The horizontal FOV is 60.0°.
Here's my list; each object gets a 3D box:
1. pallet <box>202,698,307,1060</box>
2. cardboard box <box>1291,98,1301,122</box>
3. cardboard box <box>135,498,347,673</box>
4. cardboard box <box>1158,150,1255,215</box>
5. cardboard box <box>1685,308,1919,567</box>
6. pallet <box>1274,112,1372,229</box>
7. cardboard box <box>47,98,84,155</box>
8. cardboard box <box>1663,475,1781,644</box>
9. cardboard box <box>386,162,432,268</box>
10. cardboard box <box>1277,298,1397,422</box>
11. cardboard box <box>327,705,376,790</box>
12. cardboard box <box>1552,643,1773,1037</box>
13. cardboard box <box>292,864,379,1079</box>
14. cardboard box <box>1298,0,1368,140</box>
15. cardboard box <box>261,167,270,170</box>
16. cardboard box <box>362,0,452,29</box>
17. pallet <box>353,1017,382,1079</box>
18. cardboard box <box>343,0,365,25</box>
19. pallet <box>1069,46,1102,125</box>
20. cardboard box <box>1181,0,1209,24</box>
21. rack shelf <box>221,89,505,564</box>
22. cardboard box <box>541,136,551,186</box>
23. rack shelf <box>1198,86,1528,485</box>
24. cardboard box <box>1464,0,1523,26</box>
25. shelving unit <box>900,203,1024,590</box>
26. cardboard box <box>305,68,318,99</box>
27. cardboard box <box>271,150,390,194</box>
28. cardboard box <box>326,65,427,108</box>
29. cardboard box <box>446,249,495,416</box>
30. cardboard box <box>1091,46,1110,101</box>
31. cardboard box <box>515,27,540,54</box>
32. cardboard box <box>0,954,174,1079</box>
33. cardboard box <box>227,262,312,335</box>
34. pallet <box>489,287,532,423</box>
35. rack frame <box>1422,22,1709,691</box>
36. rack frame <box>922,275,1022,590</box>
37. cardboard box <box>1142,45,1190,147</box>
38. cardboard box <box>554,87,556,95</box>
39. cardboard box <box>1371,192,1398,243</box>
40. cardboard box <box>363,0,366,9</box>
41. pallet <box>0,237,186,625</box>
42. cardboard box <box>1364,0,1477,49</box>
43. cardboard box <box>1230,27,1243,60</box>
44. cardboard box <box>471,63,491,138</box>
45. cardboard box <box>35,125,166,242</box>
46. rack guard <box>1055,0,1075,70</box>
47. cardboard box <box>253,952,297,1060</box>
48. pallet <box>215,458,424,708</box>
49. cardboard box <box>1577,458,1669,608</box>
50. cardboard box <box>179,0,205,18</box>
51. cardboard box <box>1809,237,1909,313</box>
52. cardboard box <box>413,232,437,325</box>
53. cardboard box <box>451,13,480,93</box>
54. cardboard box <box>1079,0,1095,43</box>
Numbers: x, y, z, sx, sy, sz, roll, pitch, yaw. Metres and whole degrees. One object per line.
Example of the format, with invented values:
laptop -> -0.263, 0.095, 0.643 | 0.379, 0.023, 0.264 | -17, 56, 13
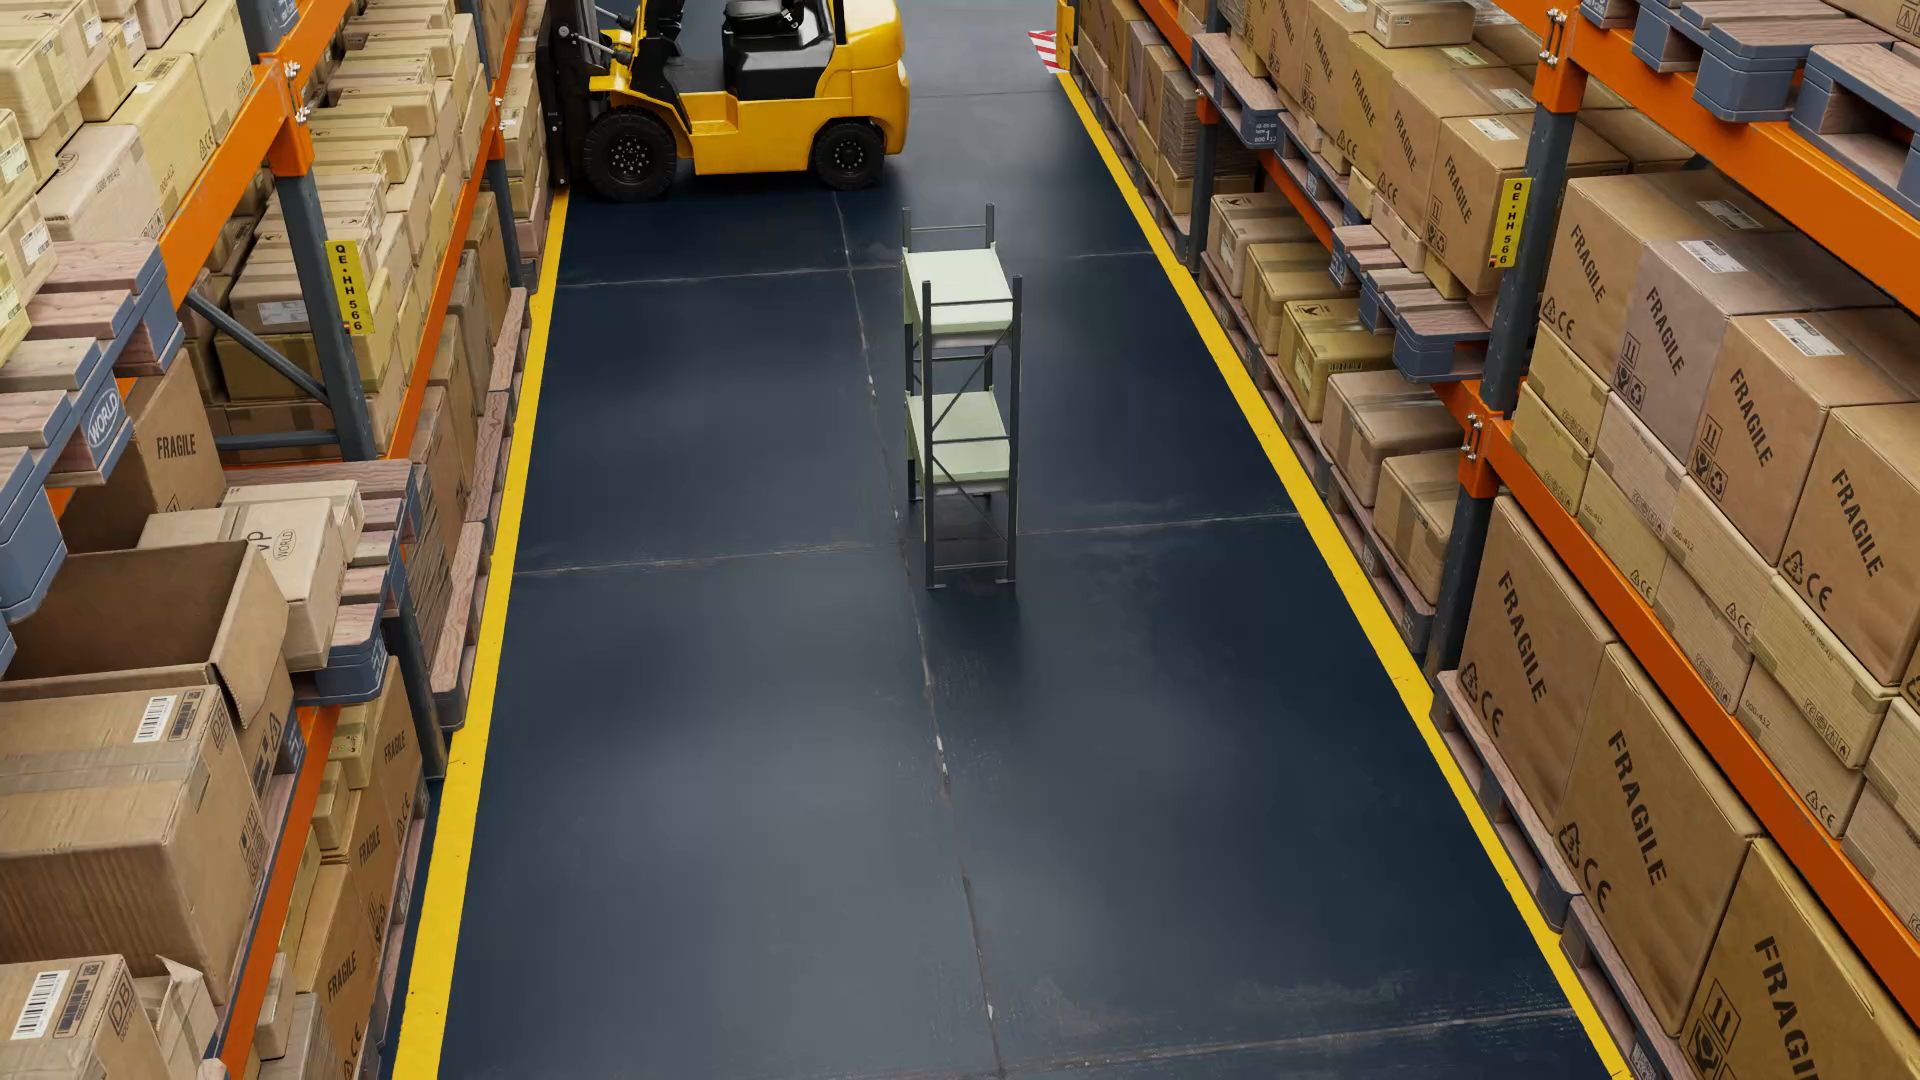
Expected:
pallet -> -2.220, 0.852, 4.007 | 1.003, 0.211, 1.213 | -4, 35, -6
cardboard box -> 1.819, -2.083, 7.993 | 0.380, 0.149, 0.250 | -4, 34, -6
cardboard box -> -2.023, 0.140, 4.641 | 0.500, 0.250, 0.500 | -6, 35, -9
cardboard box -> 1.549, -2.270, 10.486 | 0.500, 0.250, 0.500 | -3, 34, -4
cardboard box -> 2.387, -0.285, 4.529 | 0.500, 0.500, 0.500 | -3, 34, -5
pallet -> 2.126, -1.713, 7.770 | 1.003, 0.211, 1.213 | -4, 35, -6
cardboard box -> -2.113, -0.902, 3.526 | 0.380, 0.149, 0.250 | -4, 34, -6
cardboard box -> 2.379, 0.034, 4.726 | 0.500, 0.250, 0.500 | -4, 35, -7
cardboard box -> -2.422, -1.296, 6.678 | 0.500, 0.250, 0.500 | -5, 35, -8
cardboard box -> 2.163, -0.929, 8.410 | 0.950, 0.372, 0.625 | -3, 34, -5
cardboard box -> -2.101, 0.685, 5.352 | 0.380, 0.149, 0.250 | -6, 35, -9
cardboard box -> 2.559, 0.904, 5.274 | 0.875, 0.875, 0.875 | -4, 34, -6
cardboard box -> -2.086, 1.338, 4.969 | 0.500, 0.500, 0.500 | -3, 34, -4
cardboard box -> 1.874, -2.135, 7.493 | 0.500, 0.500, 0.500 | -6, 35, -8
cardboard box -> -3.017, -1.533, 7.025 | 0.500, 0.250, 0.500 | -5, 35, -7
cardboard box -> -2.705, -2.538, 8.145 | 0.380, 0.149, 0.250 | -5, 35, -7
pallet -> -2.262, 1.938, 4.718 | 1.003, 0.211, 1.213 | -4, 35, -6
cardboard box -> -3.189, -2.642, 8.298 | 0.380, 0.149, 0.250 | -5, 35, -7
pallet -> 1.441, -3.504, 12.705 | 1.003, 0.211, 1.213 | -4, 35, -6
cardboard box -> 1.588, -3.316, 9.600 | 0.500, 0.500, 0.500 | -5, 35, -8
rack shelf -> -2.755, -1.131, 7.385 | 1.077, 0.370, 4.000 | -4, 35, -6
cardboard box -> -2.929, -2.445, 10.743 | 0.500, 0.250, 0.500 | -4, 34, -6
rack shelf -> 2.163, -1.509, 7.940 | 1.077, 0.370, 4.000 | -4, 35, -6
cardboard box -> 2.387, -2.163, 7.534 | 0.500, 0.500, 0.500 | -6, 35, -8
shelving unit -> -0.001, -0.623, 7.333 | 0.431, 1.500, 0.755 | -4, 35, -6
cardboard box -> -3.109, -2.067, 7.454 | 0.380, 0.149, 0.250 | -4, 35, -6
cardboard box -> -2.445, -1.395, 6.469 | 0.380, 0.149, 0.250 | -4, 34, -6
cardboard box -> -2.556, -1.970, 7.312 | 0.380, 0.149, 0.250 | -4, 34, -6
cardboard box -> -2.846, -1.013, 8.309 | 0.875, 0.625, 0.625 | -5, 35, -7
cardboard box -> 1.252, -3.436, 12.197 | 0.500, 0.250, 0.500 | -3, 34, -5
cardboard box -> -2.978, -3.145, 10.883 | 0.500, 0.250, 0.500 | -5, 35, -7
cardboard box -> -1.861, 1.129, 2.968 | 0.700, 0.500, 0.500 | -4, 34, -6
cardboard box -> -2.237, -0.822, 5.628 | 0.380, 0.149, 0.250 | -3, 34, -5
pallet -> -2.886, -0.984, 9.007 | 1.003, 0.211, 1.213 | -4, 35, -6
rack frame -> 2.432, -0.691, 6.100 | 1.000, 3.000, 0.127 | -4, 35, -6
rack frame -> 0.048, -0.419, 7.033 | 0.400, 1.500, 0.023 | -4, 35, -6
cardboard box -> 1.479, -2.864, 10.691 | 0.500, 0.500, 0.500 | -4, 34, -6
cardboard box -> -3.039, -3.206, 11.415 | 0.500, 0.250, 0.500 | -5, 35, -7
cardboard box -> 1.943, -1.348, 6.914 | 0.380, 0.149, 0.250 | -6, 35, -9
cardboard box -> -3.352, -2.816, 9.130 | 0.500, 0.500, 0.500 | -5, 35, -7
pallet -> -2.108, -0.190, 2.869 | 1.213, 0.211, 1.003 | -4, 35, -6
cardboard box -> 1.933, -2.188, 6.995 | 0.380, 0.149, 0.250 | -6, 35, -9
cardboard box -> 1.656, -2.660, 8.840 | 0.380, 0.149, 0.250 | -4, 34, -6
cardboard box -> -2.697, -2.221, 8.479 | 0.500, 0.250, 0.500 | -4, 34, -5
cardboard box -> -2.040, -0.663, 3.528 | 0.500, 0.250, 0.500 | -4, 35, -6
rack guard -> 1.367, -4.080, 13.292 | 1.175, 0.500, 0.348 | -4, 35, -6
cardboard box -> -2.018, 1.277, 4.483 | 0.380, 0.149, 0.250 | -6, 35, -9
pallet -> -2.325, 0.140, 5.052 | 1.213, 0.211, 1.003 | -4, 35, -6
cardboard box -> 2.336, -0.051, 5.295 | 0.500, 0.250, 0.500 | -5, 35, -8
cardboard box -> -2.199, -1.475, 4.367 | 0.380, 0.149, 0.250 | -4, 34, -5
cardboard box -> 2.838, -0.591, 4.977 | 0.500, 0.500, 0.500 | -4, 34, -6
cardboard box -> -2.442, -1.085, 6.811 | 0.500, 0.250, 0.500 | -5, 35, -8
cardboard box -> -2.704, -2.435, 8.348 | 0.500, 0.250, 0.500 | -5, 35, -7
cardboard box -> 1.195, -4.018, 12.385 | 0.500, 0.500, 0.500 | -5, 35, -8
